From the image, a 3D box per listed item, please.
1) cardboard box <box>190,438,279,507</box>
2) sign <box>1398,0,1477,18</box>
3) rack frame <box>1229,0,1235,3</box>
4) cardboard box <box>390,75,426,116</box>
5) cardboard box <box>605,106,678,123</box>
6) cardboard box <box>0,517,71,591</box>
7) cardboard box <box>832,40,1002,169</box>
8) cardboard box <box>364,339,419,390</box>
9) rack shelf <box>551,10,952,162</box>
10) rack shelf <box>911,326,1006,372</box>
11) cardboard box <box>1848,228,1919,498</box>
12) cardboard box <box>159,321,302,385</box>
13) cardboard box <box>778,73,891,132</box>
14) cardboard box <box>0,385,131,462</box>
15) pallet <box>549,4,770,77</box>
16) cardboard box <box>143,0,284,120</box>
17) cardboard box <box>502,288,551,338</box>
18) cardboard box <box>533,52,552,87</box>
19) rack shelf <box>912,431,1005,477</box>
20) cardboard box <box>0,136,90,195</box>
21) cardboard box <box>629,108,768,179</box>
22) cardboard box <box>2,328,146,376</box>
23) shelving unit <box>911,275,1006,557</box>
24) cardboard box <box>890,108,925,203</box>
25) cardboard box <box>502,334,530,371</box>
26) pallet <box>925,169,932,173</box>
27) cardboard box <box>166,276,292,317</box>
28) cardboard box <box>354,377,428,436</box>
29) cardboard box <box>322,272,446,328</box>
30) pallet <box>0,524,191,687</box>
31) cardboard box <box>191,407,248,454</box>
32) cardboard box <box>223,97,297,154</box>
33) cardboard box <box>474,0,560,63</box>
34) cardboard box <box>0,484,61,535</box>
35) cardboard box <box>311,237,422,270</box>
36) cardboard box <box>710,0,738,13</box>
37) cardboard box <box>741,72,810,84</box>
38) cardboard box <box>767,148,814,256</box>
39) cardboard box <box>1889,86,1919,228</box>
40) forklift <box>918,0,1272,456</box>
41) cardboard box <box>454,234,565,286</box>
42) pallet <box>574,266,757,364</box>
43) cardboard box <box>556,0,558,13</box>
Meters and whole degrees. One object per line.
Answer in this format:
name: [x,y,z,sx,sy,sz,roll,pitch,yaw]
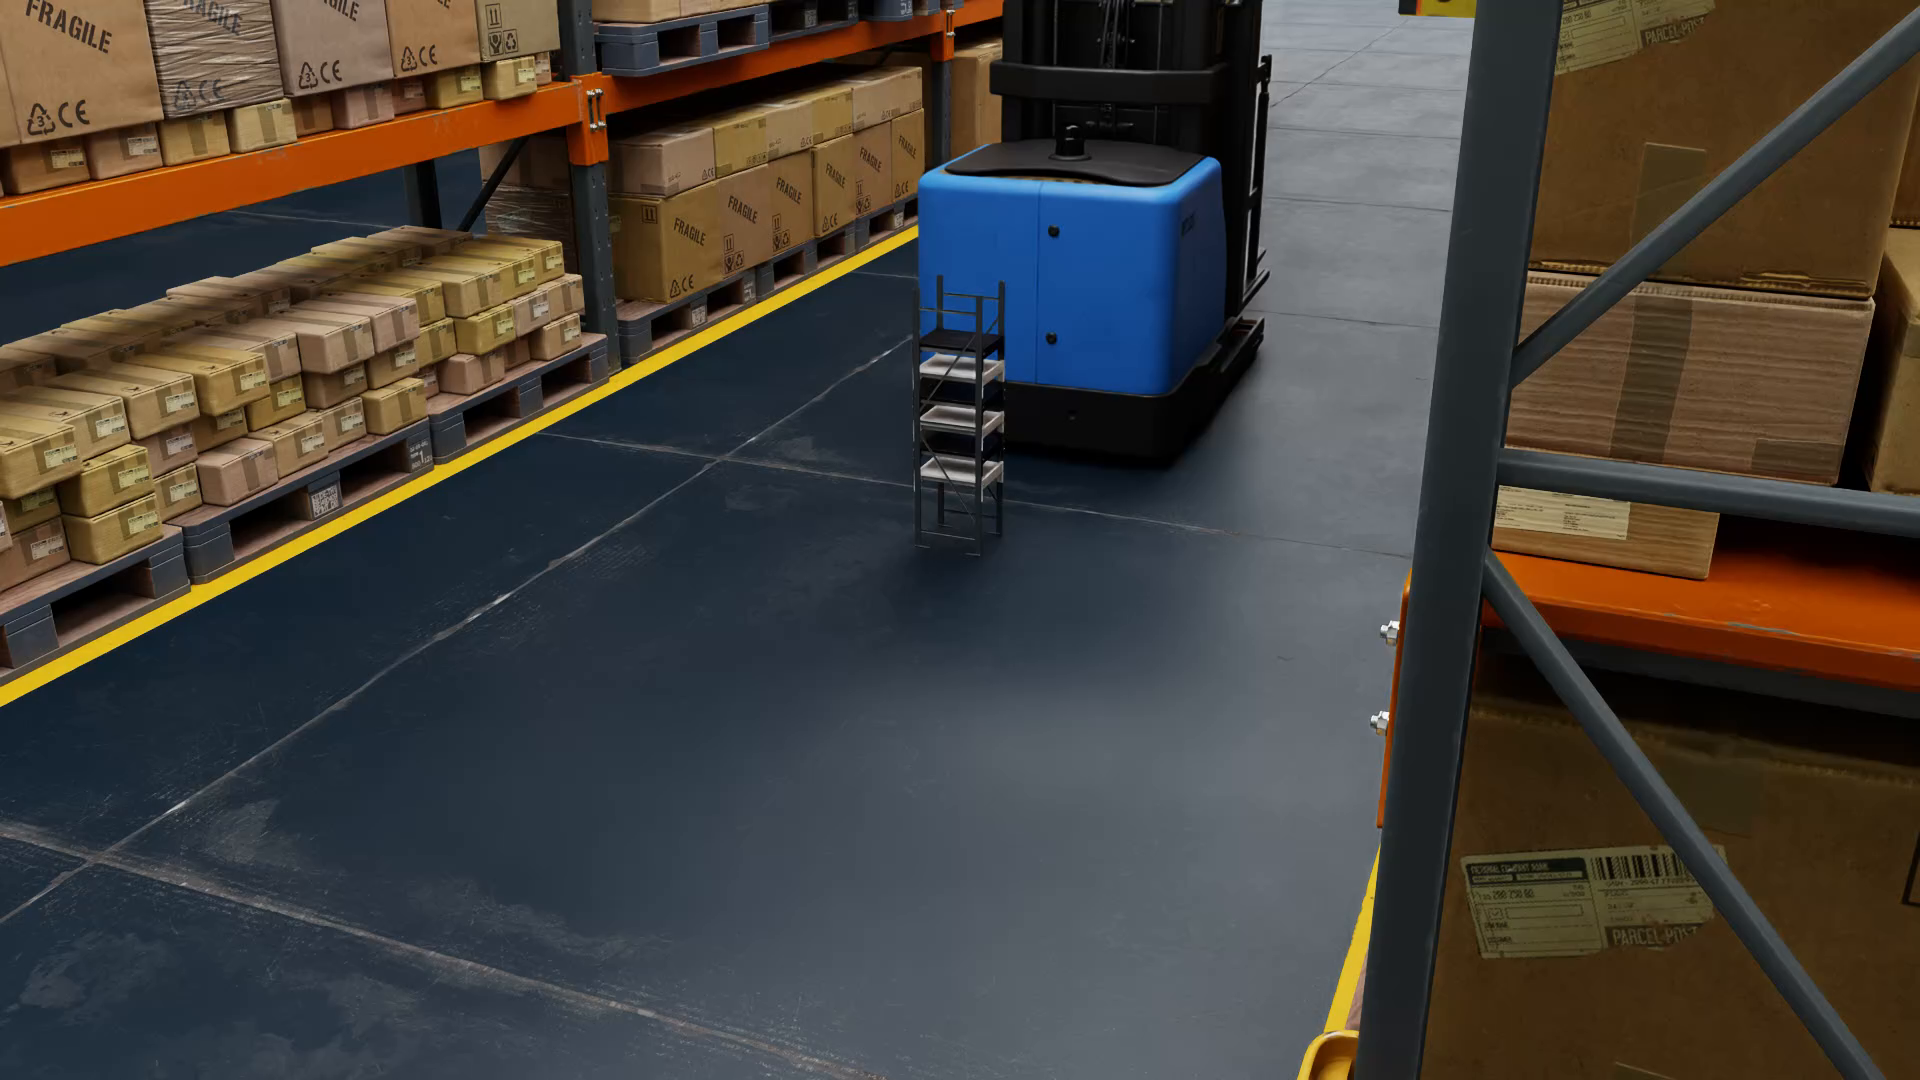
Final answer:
cardboard box: [-2.540,-0.243,5.595,0.380,0.149,0.250,8,24,17]
sign: [0.554,-0.751,1.846,0.100,0.325,0.005,9,24,20]
rack frame: [2.428,-6.496,17.411,1.000,3.000,0.127,9,24,20]
cardboard box: [-2.227,-1.673,6.190,0.380,0.149,0.250,8,24,19]
cardboard box: [-1.784,-2.073,8.547,0.500,0.250,0.500,10,25,23]
cardboard box: [-2.916,0.014,4.979,0.380,0.149,0.250,9,24,21]
cardboard box: [-0.234,-2.994,11.401,1.050,0.750,0.750,8,24,19]
cardboard box: [-2.284,-0.693,6.285,0.380,0.149,0.250,9,24,21]
rack shelf: [-1.286,-2.586,8.982,1.077,0.370,4.000,9,24,20]
rack shelf: [-0.003,-0.631,5.478,0.258,0.077,0.200,9,24,20]
cardboard box: [1.481,-0.226,2.207,0.500,0.250,0.500,8,24,19]
cardboard box: [-2.530,-0.640,5.772,0.380,0.149,0.250,9,24,20]
cardboard box: [-0.732,-2.555,9.701,0.500,0.250,0.500,9,24,21]
cardboard box: [-2.787,-0.351,5.080,0.380,0.149,0.250,8,24,17]
pallet: [-1.610,-2.366,7.772,1.003,0.211,1.213,9,24,20]
cardboard box: [-2.539,-1.627,5.238,0.500,0.500,0.500,8,24,19]
cardboard box: [-1.940,-0.961,6.927,0.380,0.149,0.250,8,24,18]
cardboard box: [-1.918,-1.951,6.854,0.380,0.149,0.250,8,24,19]
rack shelf: [-0.003,-0.299,5.617,0.258,0.077,0.200,9,24,20]
cardboard box: [-2.792,-1.115,4.854,0.380,0.149,0.250,9,24,20]
cardboard box: [-1.314,-2.006,8.386,0.500,0.250,0.500,9,24,22]
cardboard box: [-3.025,-0.608,5.696,0.380,0.149,0.250,8,24,18]
shelving unit: [-0.003,-0.412,5.570,0.258,0.900,0.210,9,24,20]
cardboard box: [-0.545,-2.401,10.305,0.500,0.500,0.500,9,24,20]
cardboard box: [-2.033,-0.810,6.952,0.380,0.149,0.250,9,24,22]
pallet: [-0.181,-2.618,11.744,1.003,0.211,1.213,9,24,20]
cardboard box: [-2.801,-0.898,6.390,0.380,0.149,0.250,9,24,21]
cardboard box: [-2.243,-0.521,6.259,0.380,0.149,0.250,9,24,20]
cardboard box: [-2.233,-0.921,6.446,0.380,0.149,0.250,10,25,22]
pallet: [-3.152,0.203,4.990,1.003,0.211,1.213,9,24,20]
cardboard box: [-2.651,-0.415,5.620,0.380,0.149,0.250,10,25,23]
cardboard box: [-2.432,-1.381,5.490,0.380,0.149,0.250,9,24,21]
cardboard box: [-1.947,-2.172,6.542,0.500,0.500,0.500,9,24,20]
cardboard box: [-2.919,-0.127,4.931,0.380,0.149,0.250,9,24,21]
cardboard box: [-2.507,-1.171,7.044,0.380,0.149,0.250,10,25,23]
cardboard box: [-1.262,-2.544,7.730,0.380,0.149,0.250,9,24,20]
cardboard box: [-1.213,-2.626,9.871,0.500,0.250,0.500,8,24,19]
cardboard box: [-1.132,-1.848,8.981,0.500,0.500,0.500,9,24,21]
cardboard box: [1.667,-0.751,2.491,0.500,0.500,0.500,8,24,19]
forklift: [0.802,-2.209,7.235,1.130,2.935,3.031,8,24,18]
cardboard box: [-1.920,-1.190,7.090,0.380,0.149,0.250,9,24,22]
pallet: [-1.742,-1.194,8.335,1.003,0.211,1.213,9,24,20]
cardboard box: [-1.970,-2.544,7.729,0.380,0.149,0.250,9,24,20]
